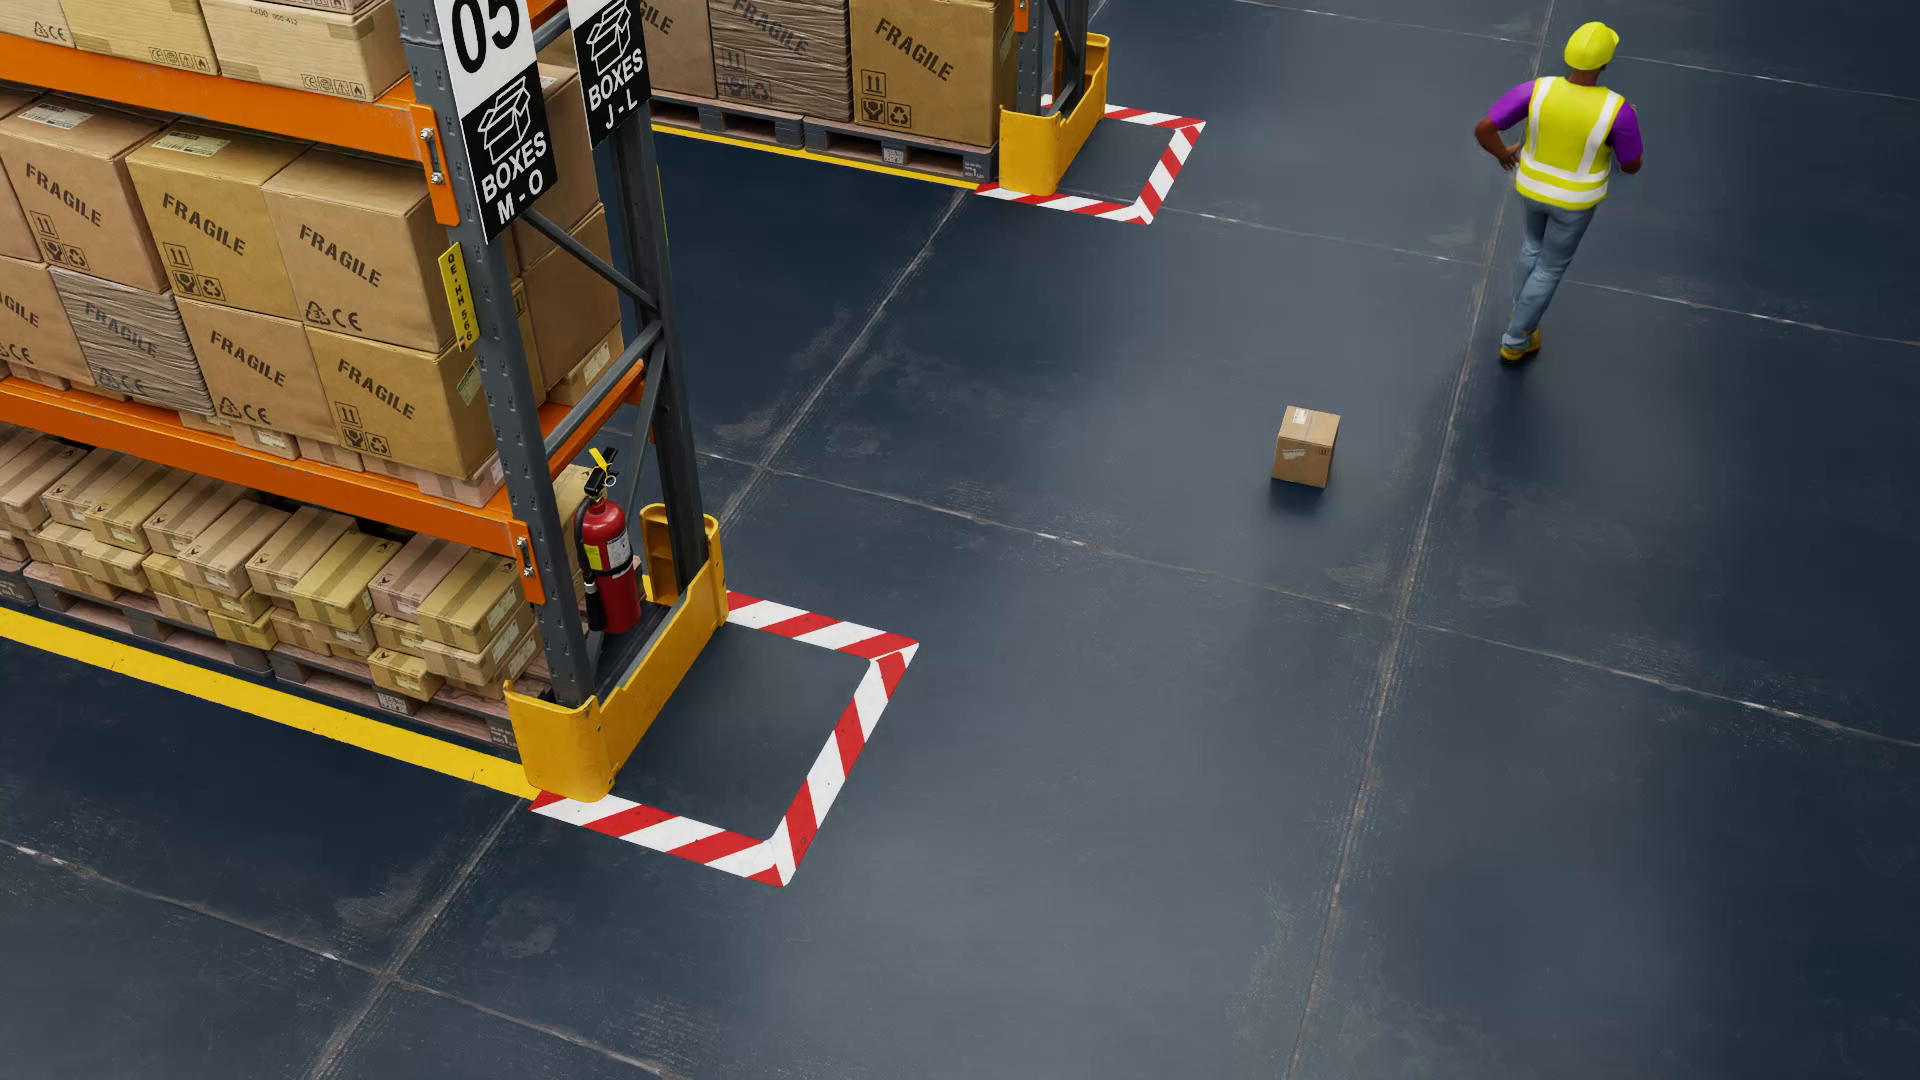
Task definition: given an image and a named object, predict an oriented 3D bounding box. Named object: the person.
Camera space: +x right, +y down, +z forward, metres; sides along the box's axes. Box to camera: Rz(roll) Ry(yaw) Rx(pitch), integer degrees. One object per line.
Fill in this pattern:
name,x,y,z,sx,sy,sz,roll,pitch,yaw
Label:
person,2.922,-1.712,8.073,0.706,1.766,0.749,31,50,31
